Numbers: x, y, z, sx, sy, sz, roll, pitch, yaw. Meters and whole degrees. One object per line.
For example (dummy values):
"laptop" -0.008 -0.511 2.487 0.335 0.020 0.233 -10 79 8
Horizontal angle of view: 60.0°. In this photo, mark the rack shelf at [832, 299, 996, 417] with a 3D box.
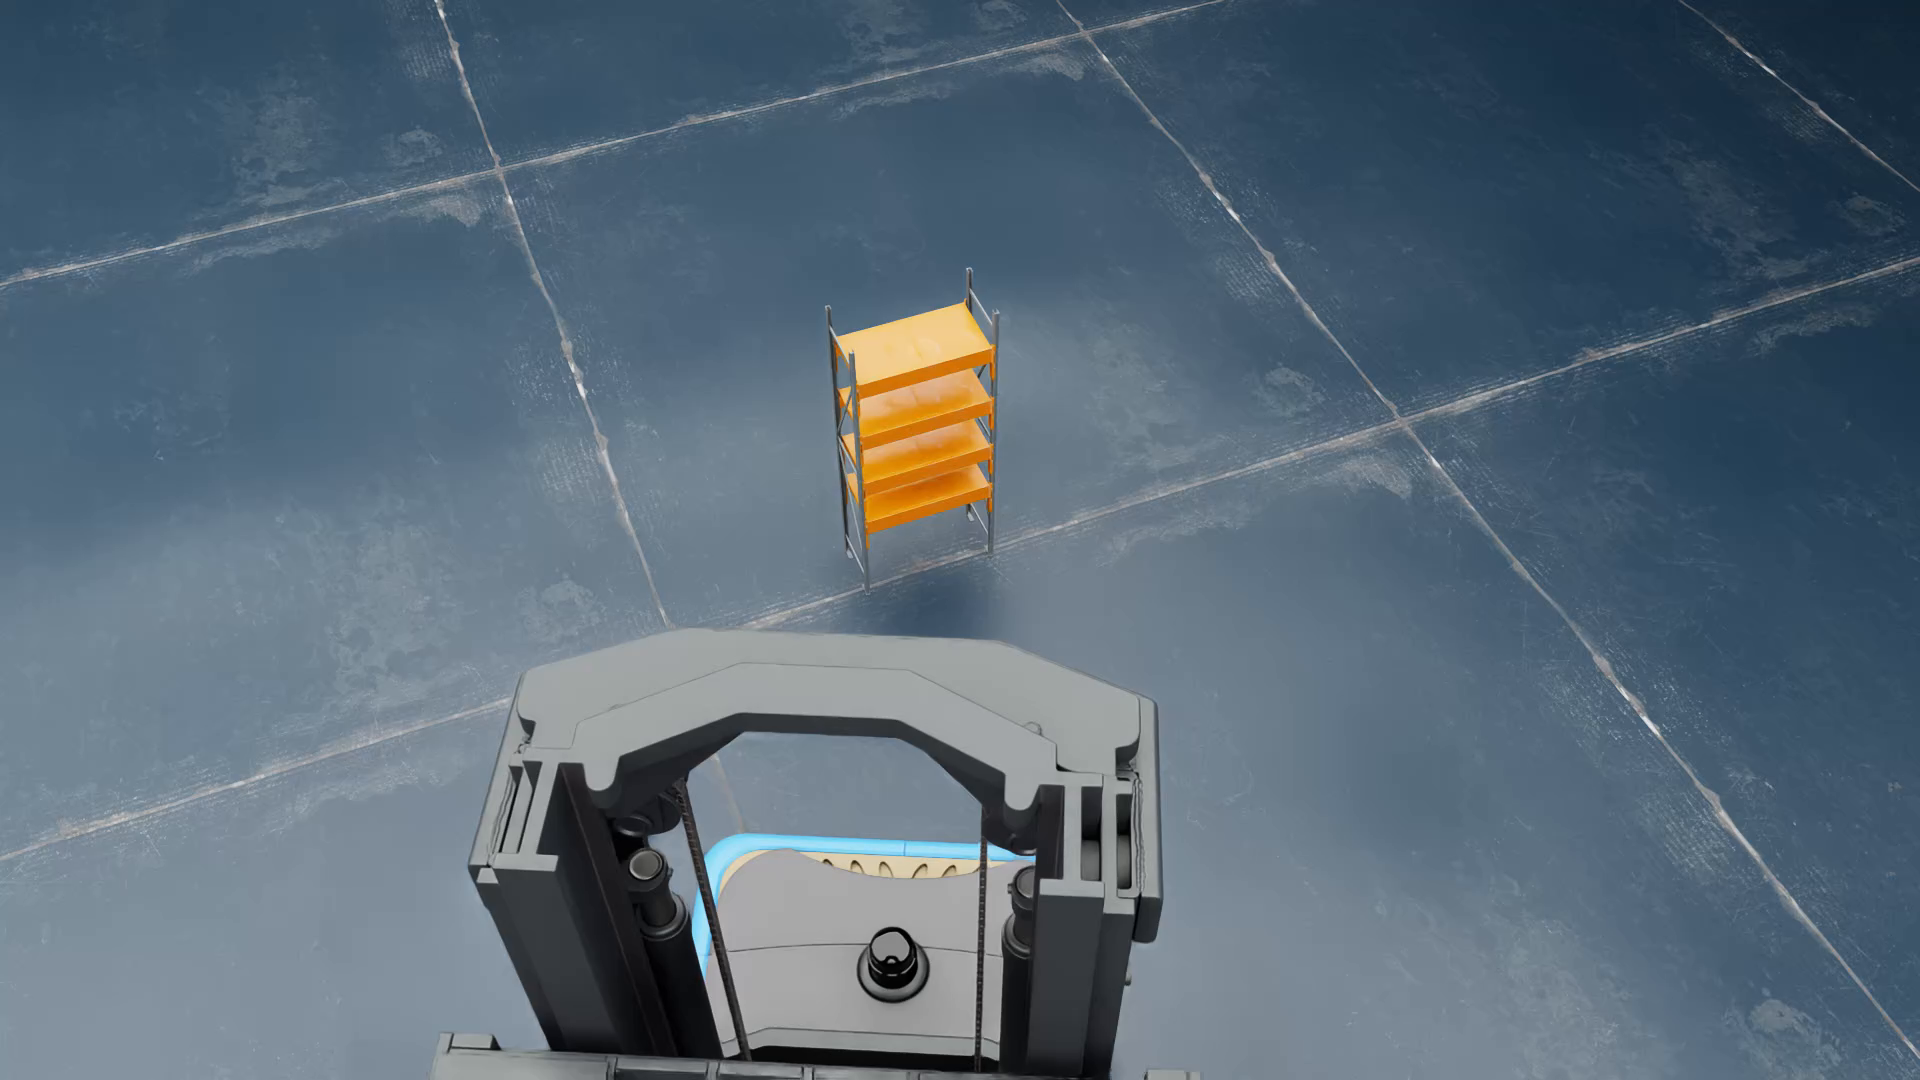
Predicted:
"rack shelf" -0.153 -0.599 5.456 0.480 0.148 0.258 -17 52 -14

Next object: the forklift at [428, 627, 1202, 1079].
"forklift" -0.217 1.623 2.924 1.130 2.935 3.031 2 49 2

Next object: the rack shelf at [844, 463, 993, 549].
"rack shelf" -0.153 -0.170 5.956 0.480 0.148 0.258 -17 52 -14

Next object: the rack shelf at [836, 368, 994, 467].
"rack shelf" -0.153 -0.445 5.635 0.480 0.148 0.258 -17 52 -14

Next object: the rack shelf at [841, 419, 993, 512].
"rack shelf" -0.153 -0.300 5.805 0.480 0.148 0.258 -17 52 -14

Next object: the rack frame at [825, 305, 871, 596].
"rack frame" -0.379 -0.273 5.694 0.015 1.200 0.240 -17 52 -14

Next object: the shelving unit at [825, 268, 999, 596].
"shelving unit" -0.153 -0.343 5.754 0.503 1.200 0.258 -17 52 -14

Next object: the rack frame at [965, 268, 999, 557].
"rack frame" 0.073 -0.413 5.814 0.015 1.200 0.240 -17 52 -14
